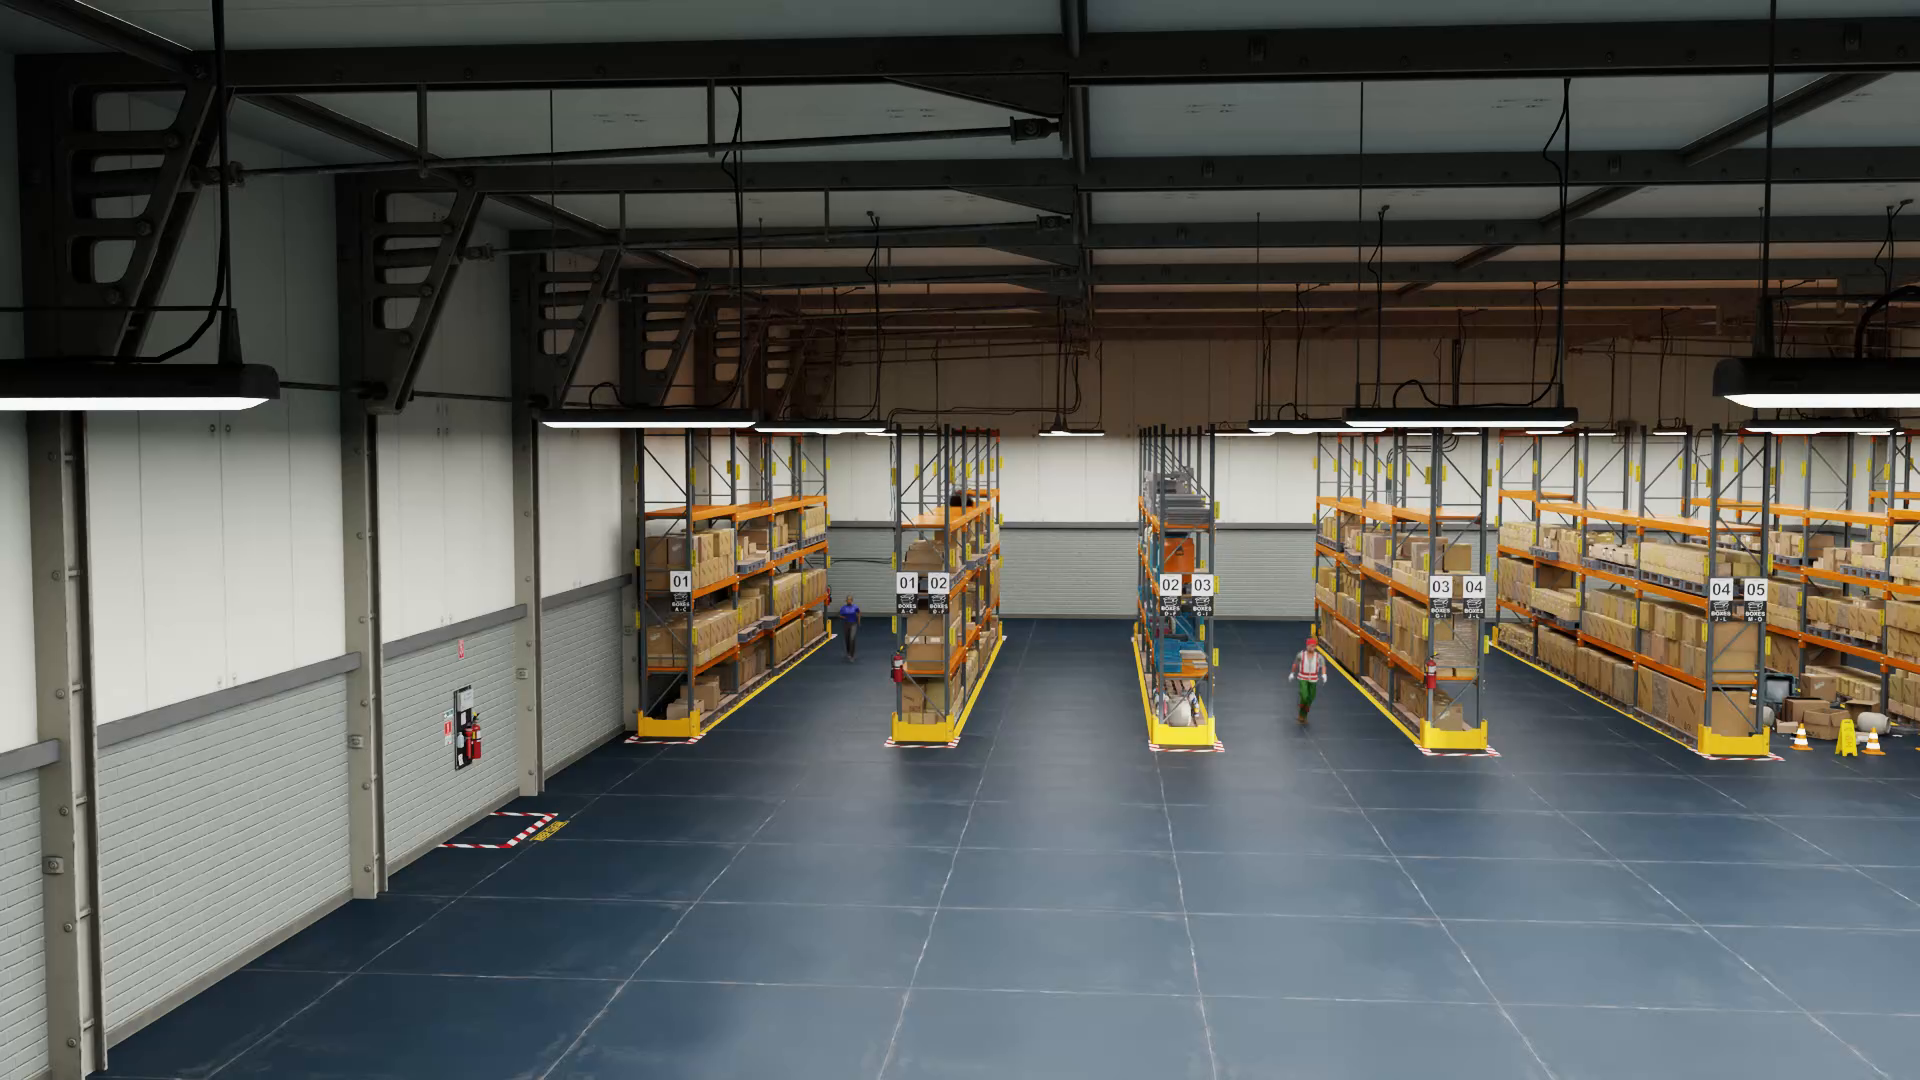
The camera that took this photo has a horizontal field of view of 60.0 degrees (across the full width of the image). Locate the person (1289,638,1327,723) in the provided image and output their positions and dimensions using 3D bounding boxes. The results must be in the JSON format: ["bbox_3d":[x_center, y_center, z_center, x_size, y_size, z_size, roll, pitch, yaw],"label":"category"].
[{"bbox_3d":[6.979,2.816,33.182,0.629,1.731,0.820,0,3,-5],"label":"person"}]

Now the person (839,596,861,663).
[{"bbox_3d":[-2.844,2.284,42.900,0.536,1.691,0.861,0,3,2],"label":"person"}]
